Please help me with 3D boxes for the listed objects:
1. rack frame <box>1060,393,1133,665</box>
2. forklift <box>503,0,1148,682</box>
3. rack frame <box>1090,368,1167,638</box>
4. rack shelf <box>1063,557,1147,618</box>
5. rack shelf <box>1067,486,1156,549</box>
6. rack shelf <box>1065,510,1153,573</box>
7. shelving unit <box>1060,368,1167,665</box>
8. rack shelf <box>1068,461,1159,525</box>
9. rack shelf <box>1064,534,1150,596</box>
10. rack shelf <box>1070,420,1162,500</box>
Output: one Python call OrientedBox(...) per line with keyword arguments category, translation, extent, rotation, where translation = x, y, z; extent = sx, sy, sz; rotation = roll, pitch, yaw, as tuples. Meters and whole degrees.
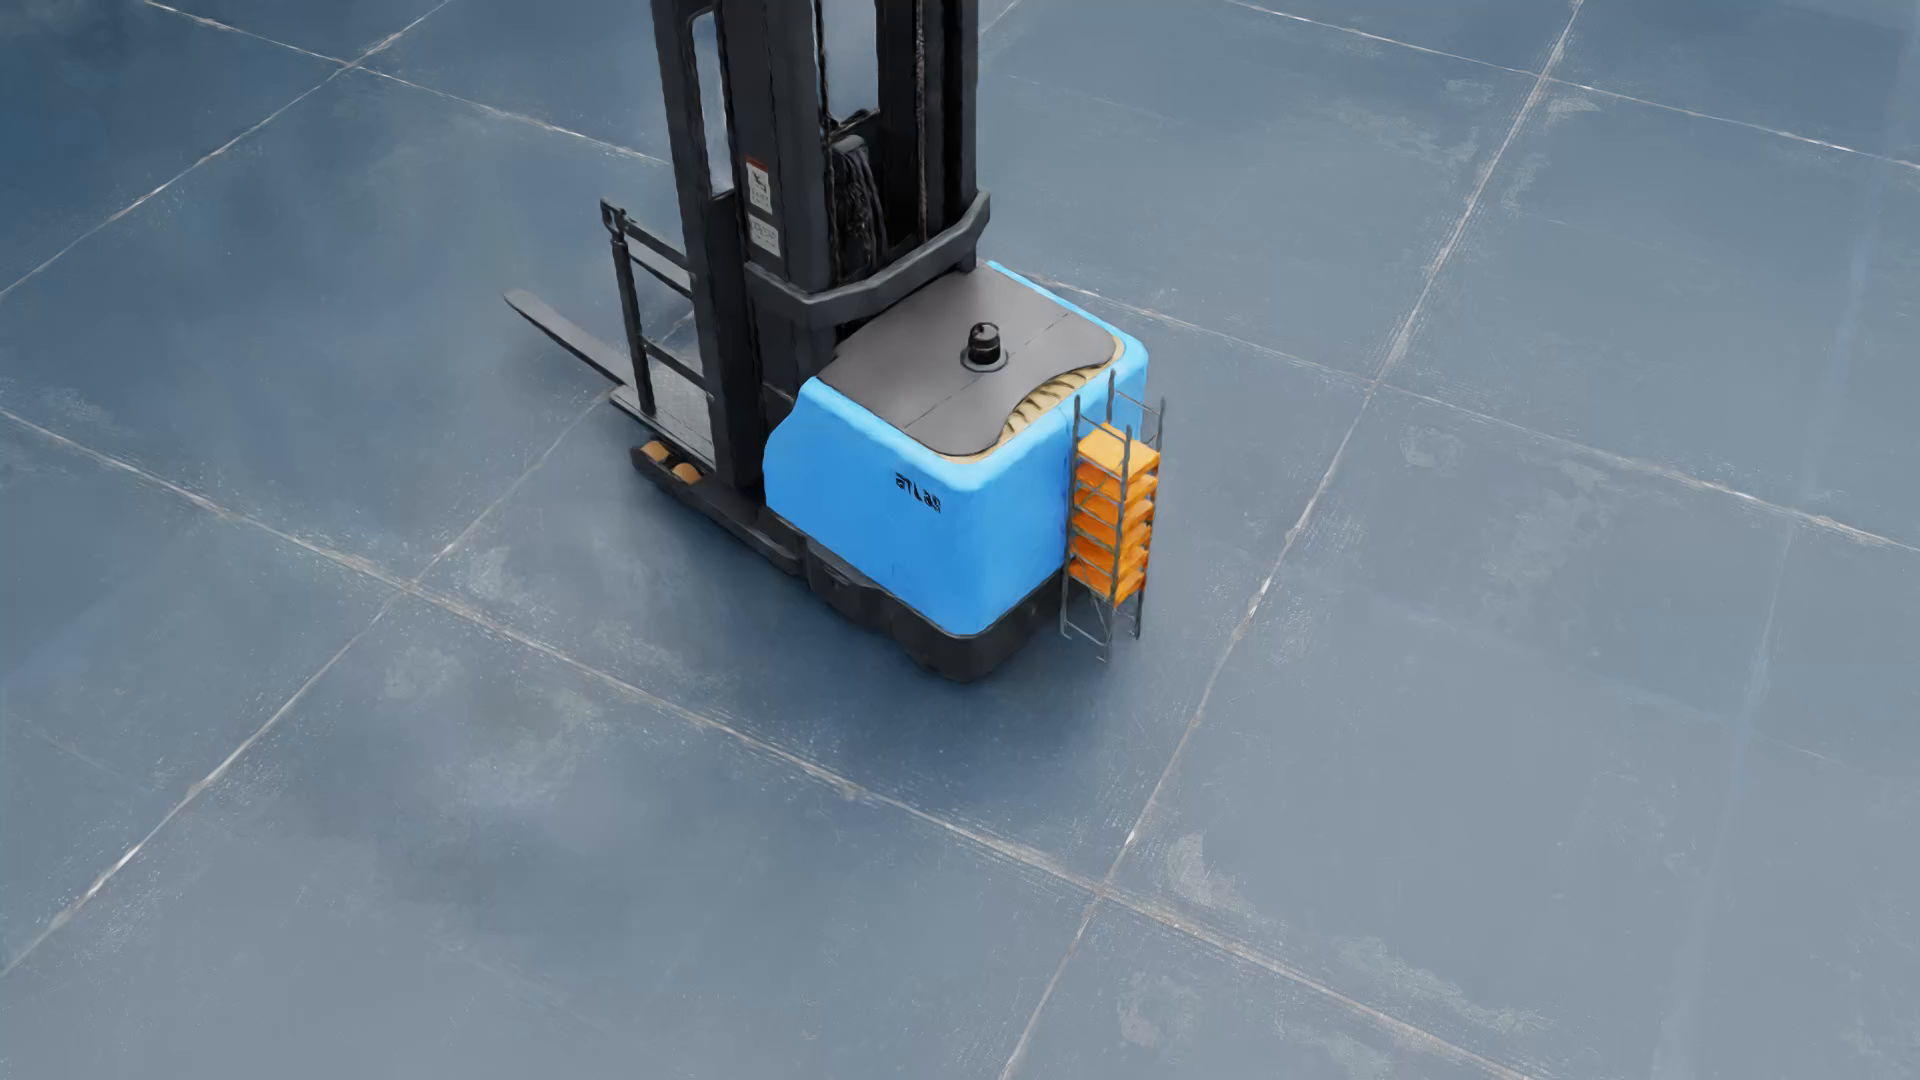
OrientedBox(category="rack frame", translation=(0.474, -0.009, 5.915), extent=(0.240, 1.200, 0.006), rotation=(33, 54, 28))
OrientedBox(category="forklift", translation=(-0.735, -1.430, 6.102), extent=(3.031, 2.935, 1.130), rotation=(33, 54, 28))
OrientedBox(category="rack frame", translation=(0.598, -0.104, 6.009), extent=(0.240, 1.200, 0.006), rotation=(33, 54, 28))
OrientedBox(category="rack shelf", translation=(0.535, 0.143, 6.164), extent=(0.258, 0.103, 0.180), rotation=(33, 54, 28))
OrientedBox(category="rack shelf", translation=(0.536, -0.109, 5.908), extent=(0.258, 0.103, 0.180), rotation=(33, 54, 28))
OrientedBox(category="rack shelf", translation=(0.536, -0.025, 5.993), extent=(0.258, 0.103, 0.180), rotation=(33, 54, 28))
OrientedBox(category="shelving unit", translation=(0.536, -0.056, 5.962), extent=(0.258, 1.200, 0.189), rotation=(33, 54, 28))
OrientedBox(category="rack shelf", translation=(0.536, -0.194, 5.822), extent=(0.258, 0.103, 0.180), rotation=(33, 54, 28))
OrientedBox(category="rack shelf", translation=(0.536, 0.059, 6.079), extent=(0.258, 0.103, 0.180), rotation=(33, 54, 28))
OrientedBox(category="rack shelf", translation=(0.536, -0.278, 5.737), extent=(0.258, 0.103, 0.180), rotation=(33, 54, 28))
